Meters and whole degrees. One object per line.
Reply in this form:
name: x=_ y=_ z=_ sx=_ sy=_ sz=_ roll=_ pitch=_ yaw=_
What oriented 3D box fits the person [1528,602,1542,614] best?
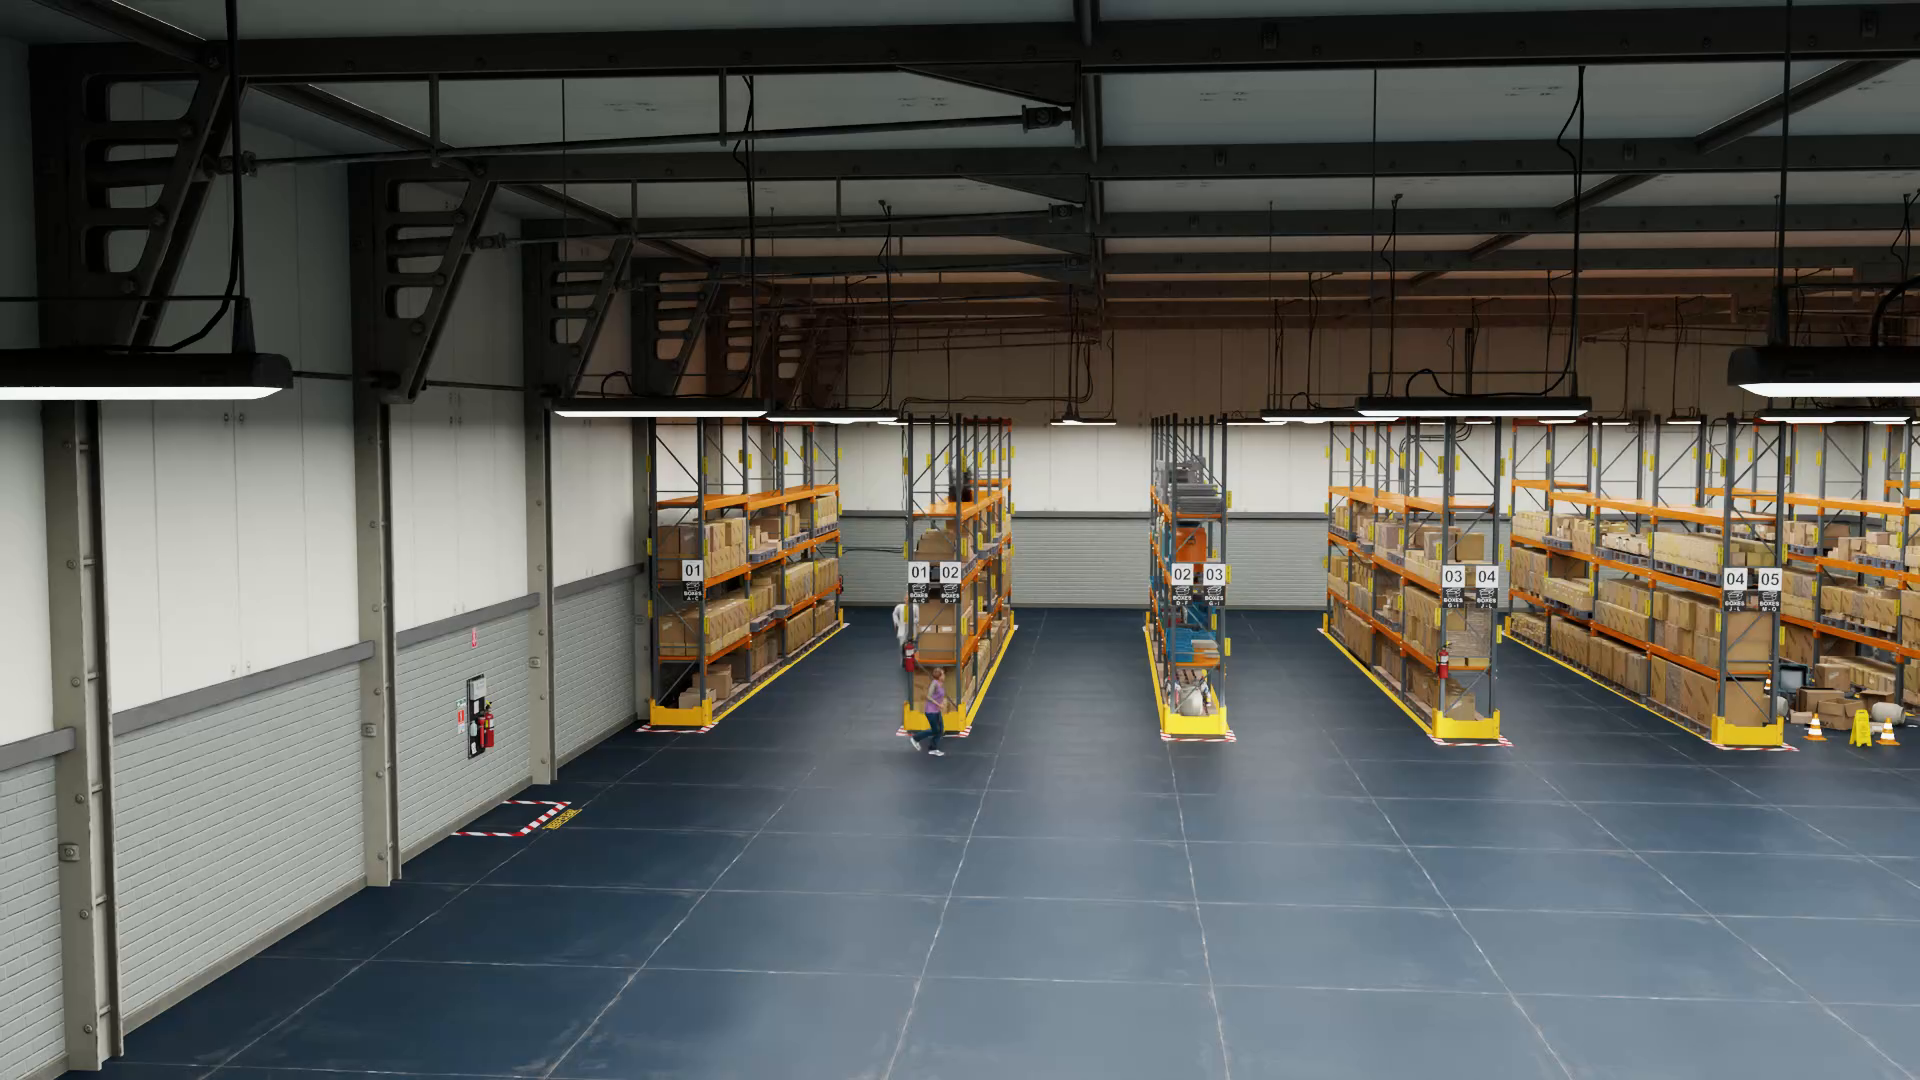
person: x=16.848 y=1.605 z=48.353 sx=0.766 sy=1.757 sz=0.663 roll=-2 pitch=4 yaw=-25

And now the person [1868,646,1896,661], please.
person: x=22.574 y=2.101 z=40.645 sx=0.632 sy=1.726 sz=0.993 roll=0 pitch=4 yaw=-4

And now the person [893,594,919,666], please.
person: x=-1.272 y=2.163 z=39.745 sx=0.685 sy=1.751 sz=0.716 roll=0 pitch=4 yaw=0

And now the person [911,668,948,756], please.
person: x=-0.519 y=3.002 z=29.121 sx=0.688 sy=1.548 sz=0.537 roll=1 pitch=4 yaw=20
